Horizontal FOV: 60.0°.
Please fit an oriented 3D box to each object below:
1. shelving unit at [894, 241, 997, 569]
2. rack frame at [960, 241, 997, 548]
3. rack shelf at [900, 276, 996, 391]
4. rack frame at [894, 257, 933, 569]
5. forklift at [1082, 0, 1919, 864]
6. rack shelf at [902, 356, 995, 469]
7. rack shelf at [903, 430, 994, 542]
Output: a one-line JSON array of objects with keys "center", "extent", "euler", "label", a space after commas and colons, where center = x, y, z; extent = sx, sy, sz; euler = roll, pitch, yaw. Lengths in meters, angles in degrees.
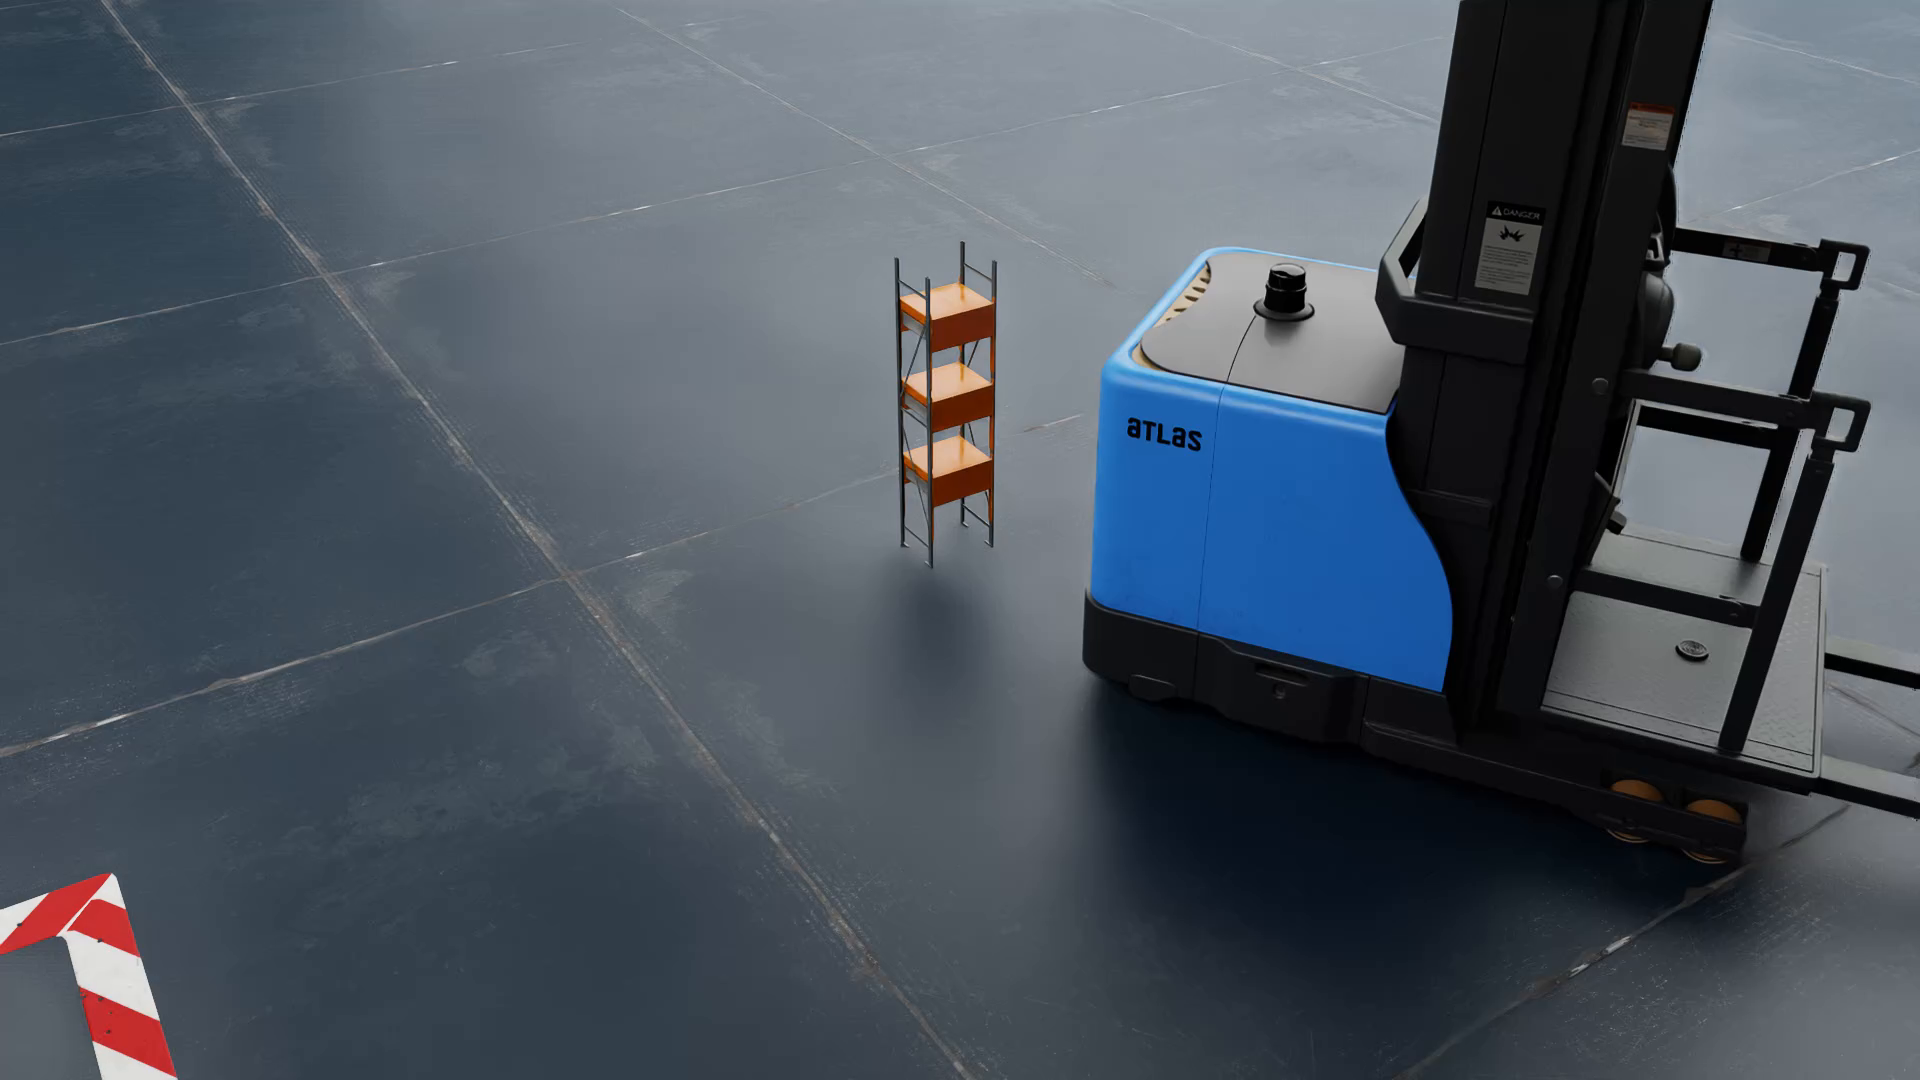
[{"center": [-0.045, -0.429, 5.445], "extent": [0.252, 1.050, 0.215], "euler": [-19, 37, -27], "label": "shelving unit"}, {"center": [0.058, -0.464, 5.501], "extent": [0.008, 1.050, 0.200], "euler": [-19, 37, -27], "label": "rack frame"}, {"center": [-0.045, -0.660, 5.300], "extent": [0.240, 0.259, 0.215], "euler": [-19, 37, -27], "label": "rack shelf"}, {"center": [-0.148, -0.393, 5.389], "extent": [0.008, 1.050, 0.200], "euler": [-19, 37, -27], "label": "rack frame"}, {"center": [1.931, -0.709, 4.126], "extent": [3.031, 2.935, 1.130], "euler": [14, 35, 21], "label": "forklift"}, {"center": [-0.045, -0.420, 5.451], "extent": [0.240, 0.259, 0.215], "euler": [-19, 37, -27], "label": "rack shelf"}, {"center": [-0.045, -0.185, 5.599], "extent": [0.240, 0.259, 0.215], "euler": [-19, 37, -27], "label": "rack shelf"}]
